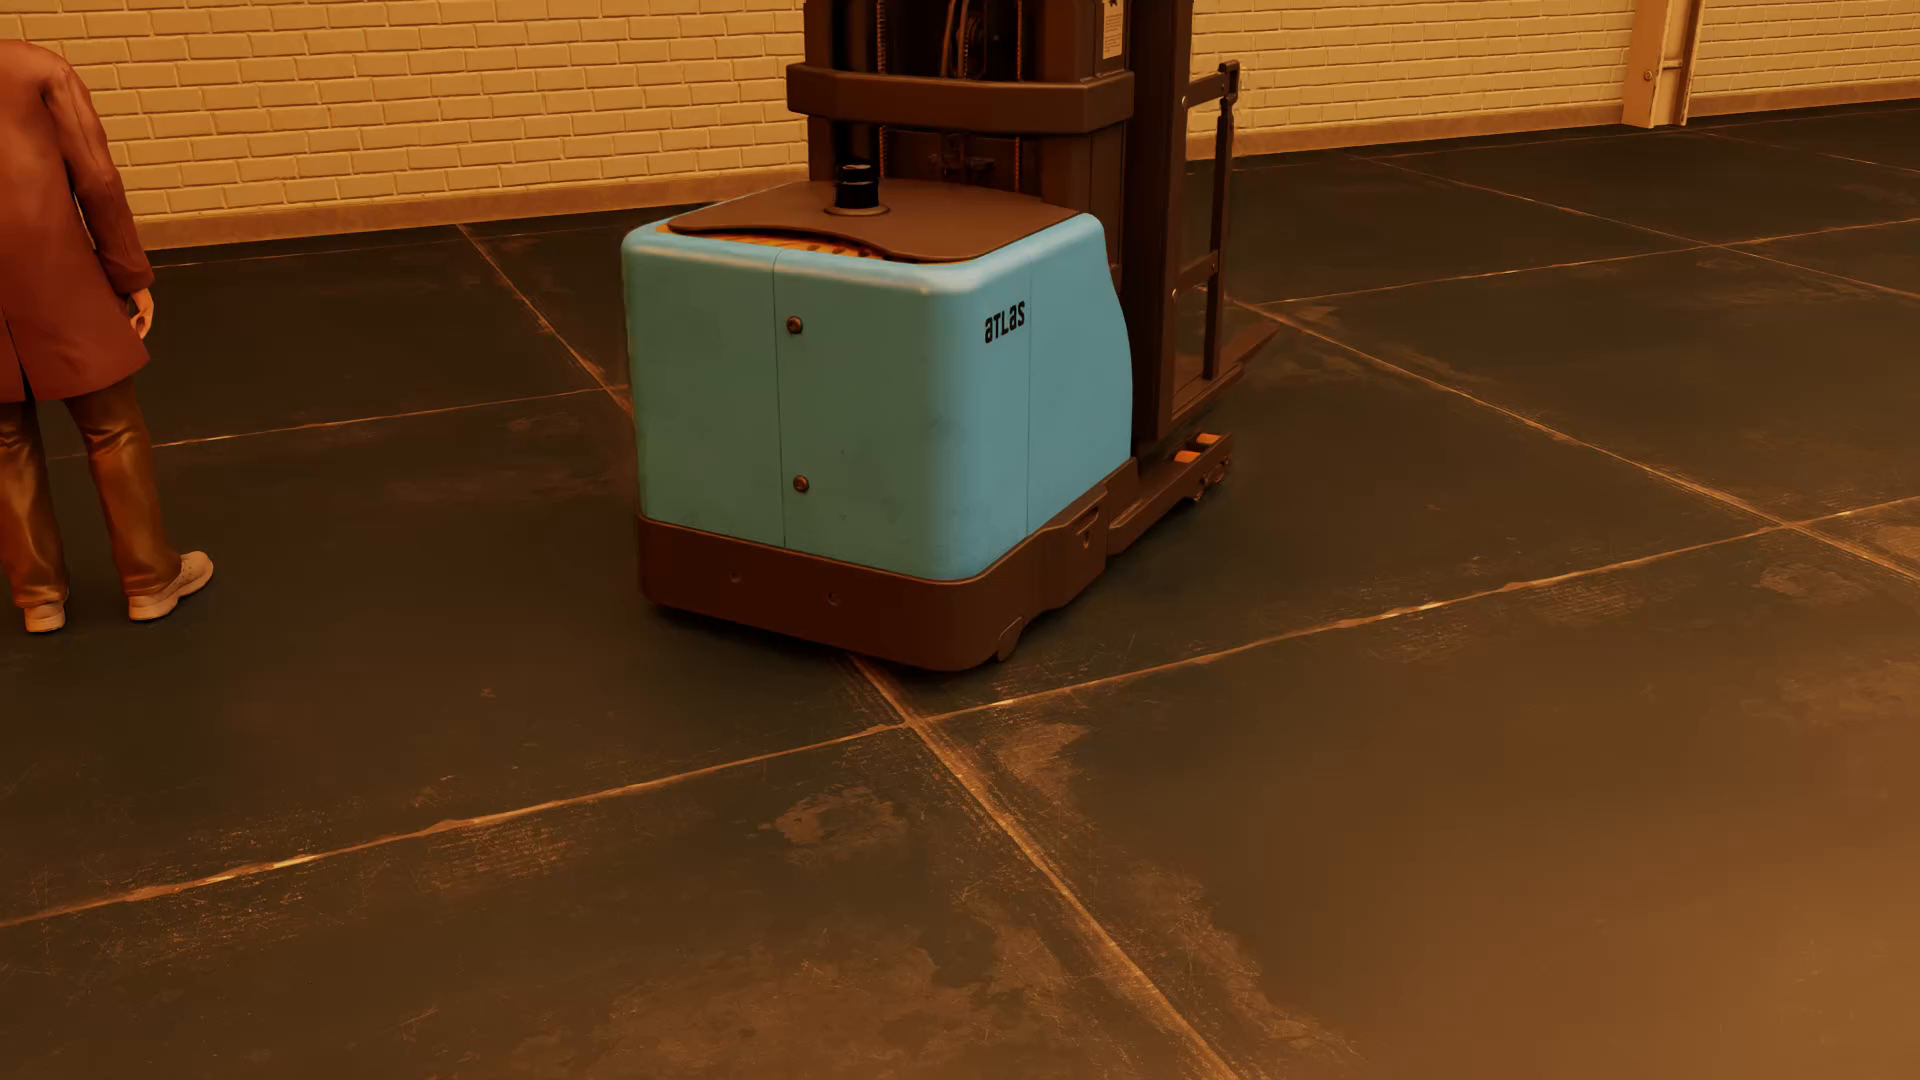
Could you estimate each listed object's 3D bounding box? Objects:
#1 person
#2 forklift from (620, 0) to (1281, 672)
[{"bbox_3d":[-2.435,-0.627,4.303,0.652,1.773,0.427,-6,23,-15],"label":"person"},{"bbox_3d":[0.261,-1.552,5.022,1.130,2.935,3.031,12,25,26],"label":"forklift"}]
